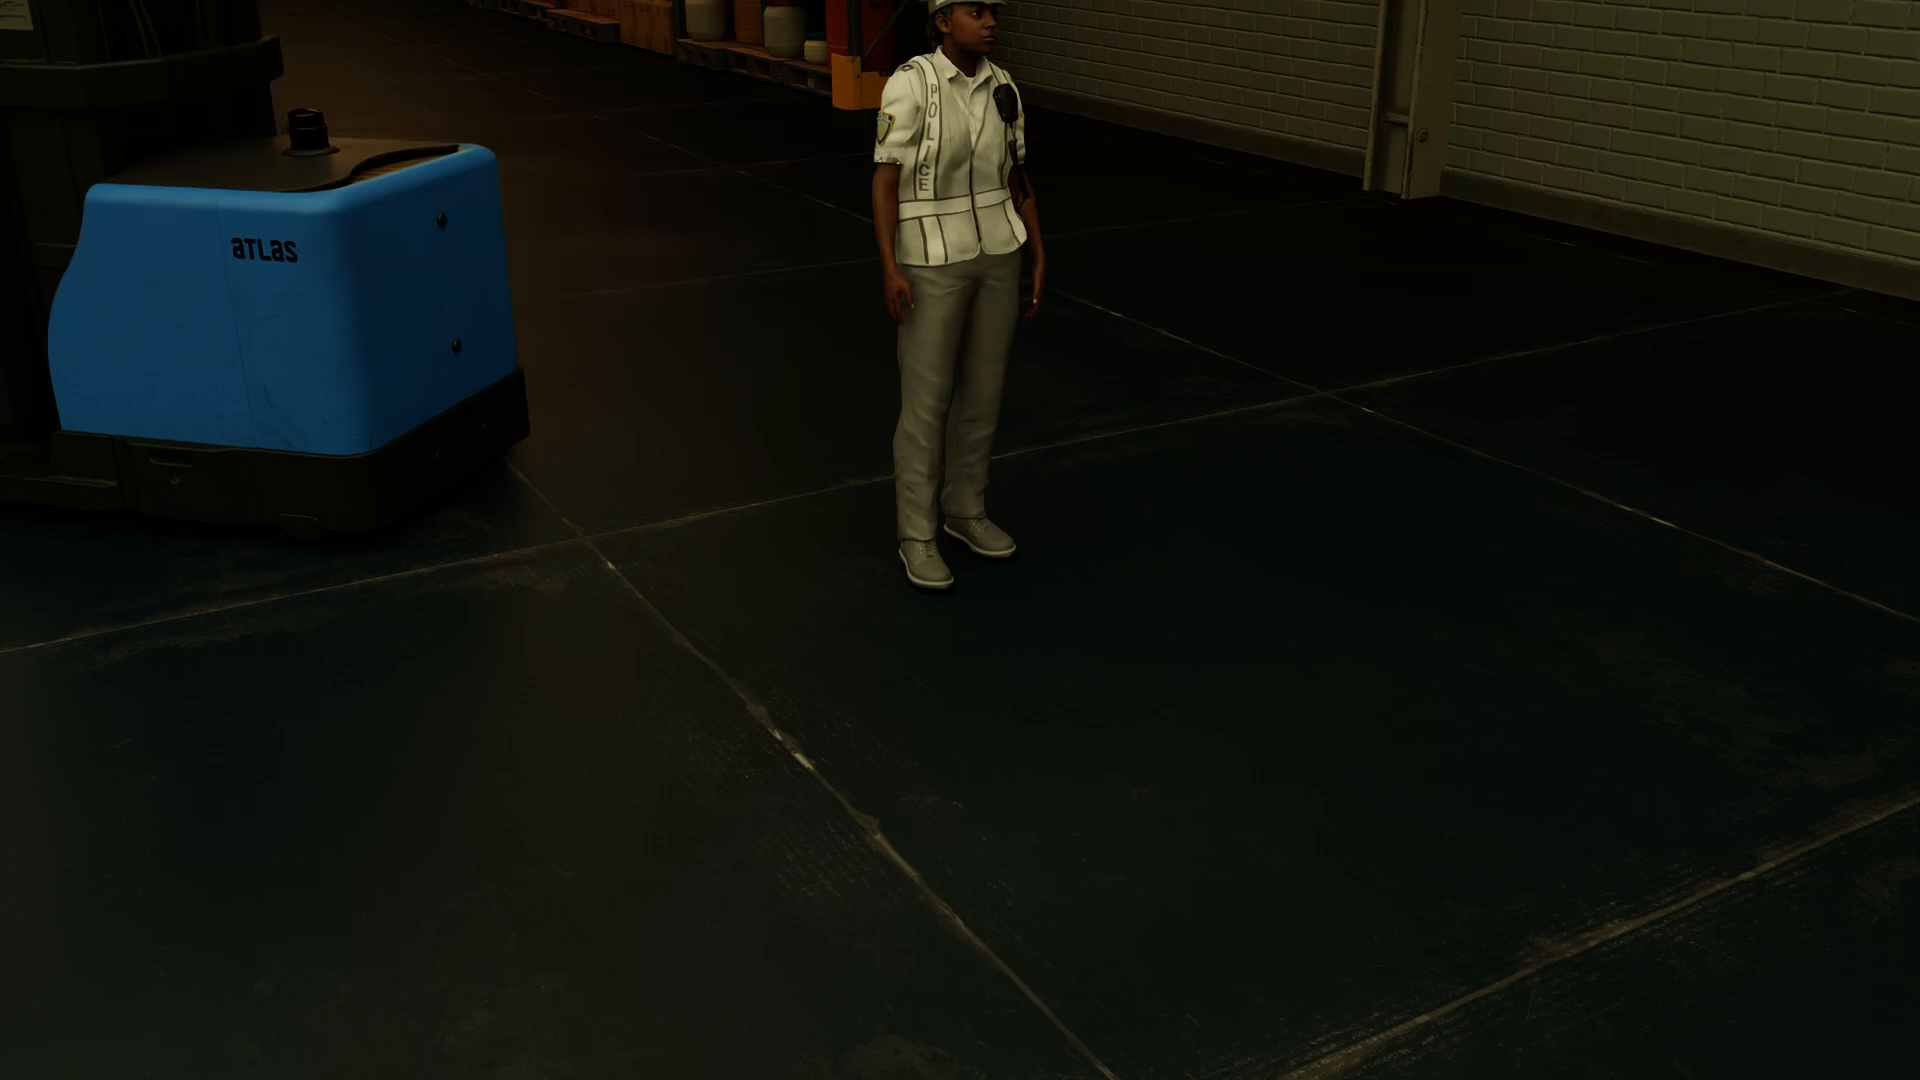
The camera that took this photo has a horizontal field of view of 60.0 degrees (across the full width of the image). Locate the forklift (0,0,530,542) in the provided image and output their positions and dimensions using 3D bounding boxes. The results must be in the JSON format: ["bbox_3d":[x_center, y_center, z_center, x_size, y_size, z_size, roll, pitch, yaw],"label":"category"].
[{"bbox_3d":[-3.089,-1.638,5.266,3.031,2.935,1.130,6,23,13],"label":"forklift"}]

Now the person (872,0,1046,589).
[{"bbox_3d":[0.020,-0.762,4.740,0.569,1.695,0.528,-12,25,-28],"label":"person"}]
